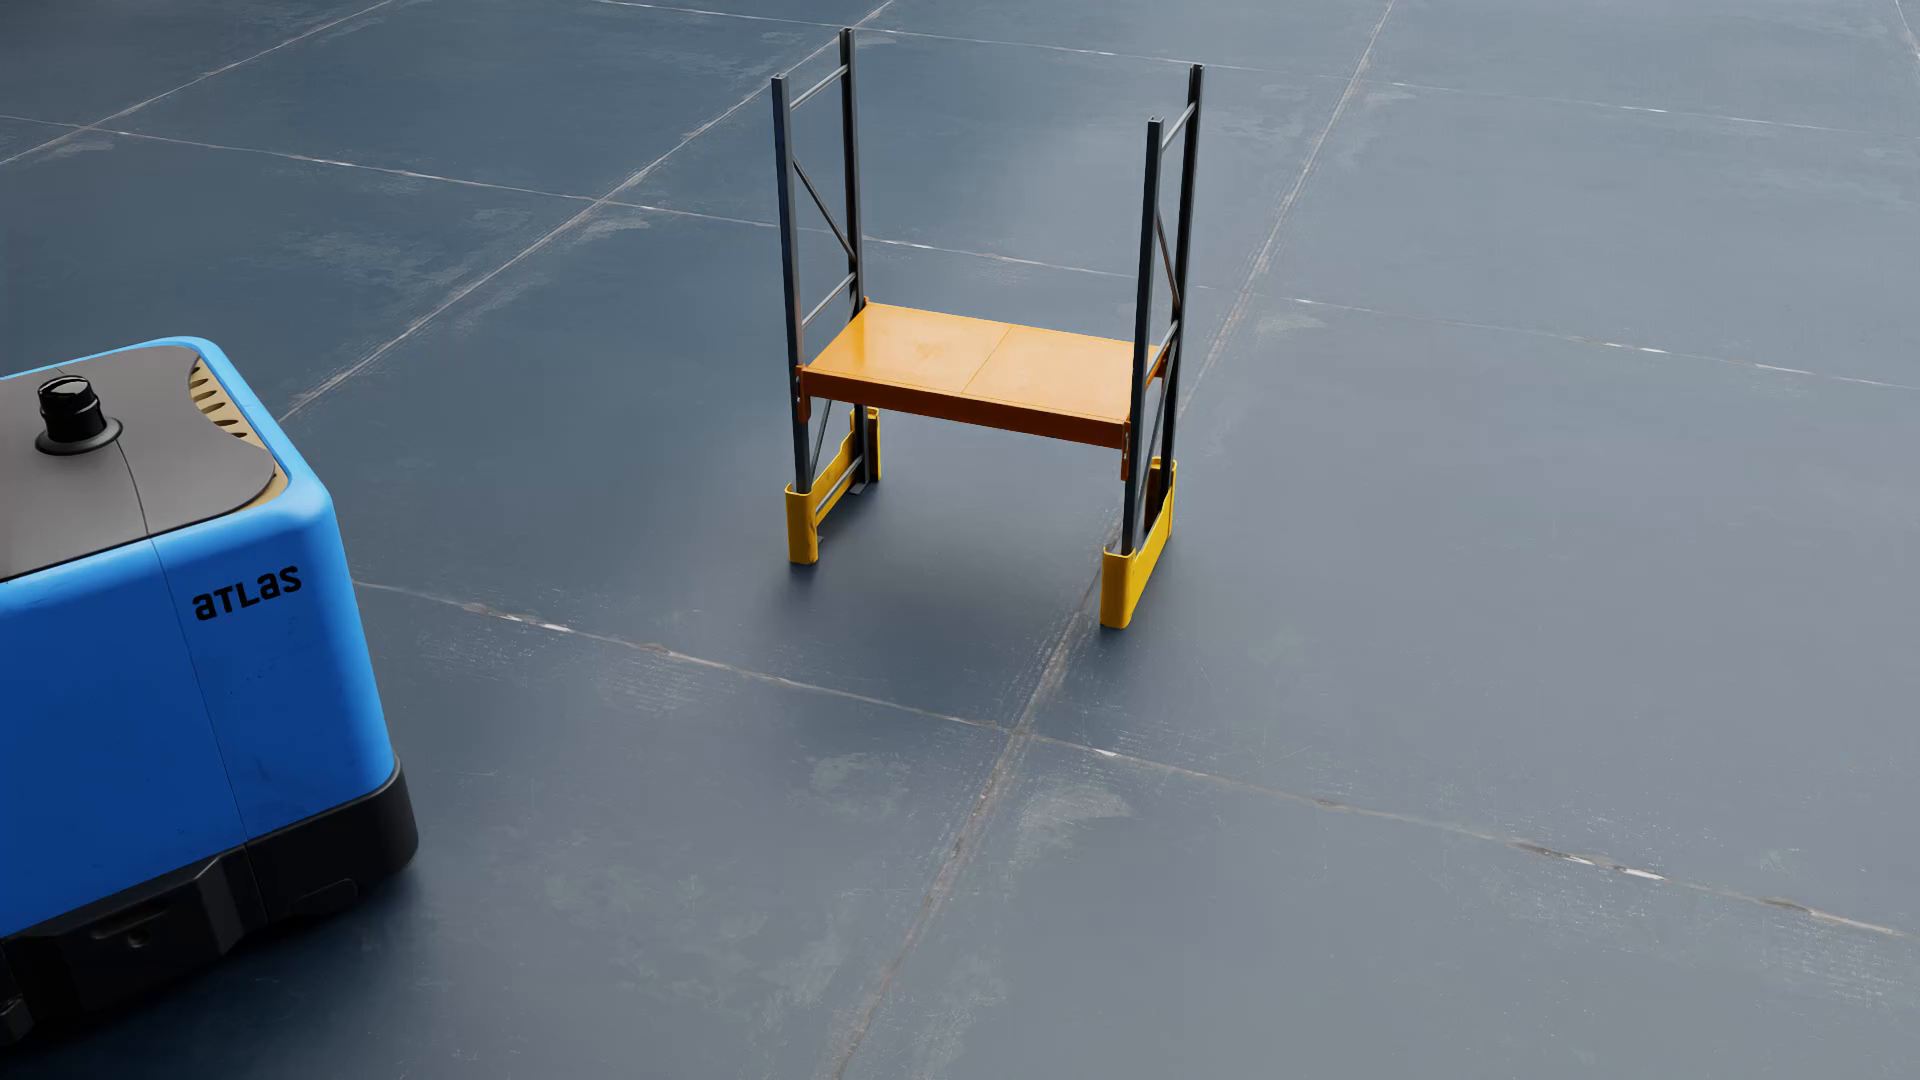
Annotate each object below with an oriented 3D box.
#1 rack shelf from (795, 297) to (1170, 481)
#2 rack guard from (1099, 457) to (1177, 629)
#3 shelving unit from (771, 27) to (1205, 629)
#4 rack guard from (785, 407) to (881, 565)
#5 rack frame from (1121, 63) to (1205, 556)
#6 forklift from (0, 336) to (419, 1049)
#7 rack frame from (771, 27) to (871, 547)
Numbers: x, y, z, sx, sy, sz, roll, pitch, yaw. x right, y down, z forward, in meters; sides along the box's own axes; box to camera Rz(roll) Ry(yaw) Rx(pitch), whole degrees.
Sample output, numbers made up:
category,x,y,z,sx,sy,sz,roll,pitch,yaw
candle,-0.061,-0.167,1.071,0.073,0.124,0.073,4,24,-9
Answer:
category,x,y,z,sx,sy,sz,roll,pitch,yaw
rack shelf,0.080,-0.463,4.917,1.000,0.185,0.538,11,34,16
rack guard,0.541,0.000,5.019,0.087,0.250,0.587,11,34,16
shelving unit,0.072,-0.616,4.822,1.083,1.500,0.587,11,34,16
rack guard,-0.397,-0.182,5.302,0.087,0.250,0.587,11,34,16
rack frame,0.559,-0.521,4.675,0.032,1.500,0.500,11,34,16
forklift,-2.792,-0.174,2.817,3.031,2.935,1.130,-21,38,-29
rack frame,-0.398,-0.708,4.963,0.032,1.500,0.500,11,34,16
